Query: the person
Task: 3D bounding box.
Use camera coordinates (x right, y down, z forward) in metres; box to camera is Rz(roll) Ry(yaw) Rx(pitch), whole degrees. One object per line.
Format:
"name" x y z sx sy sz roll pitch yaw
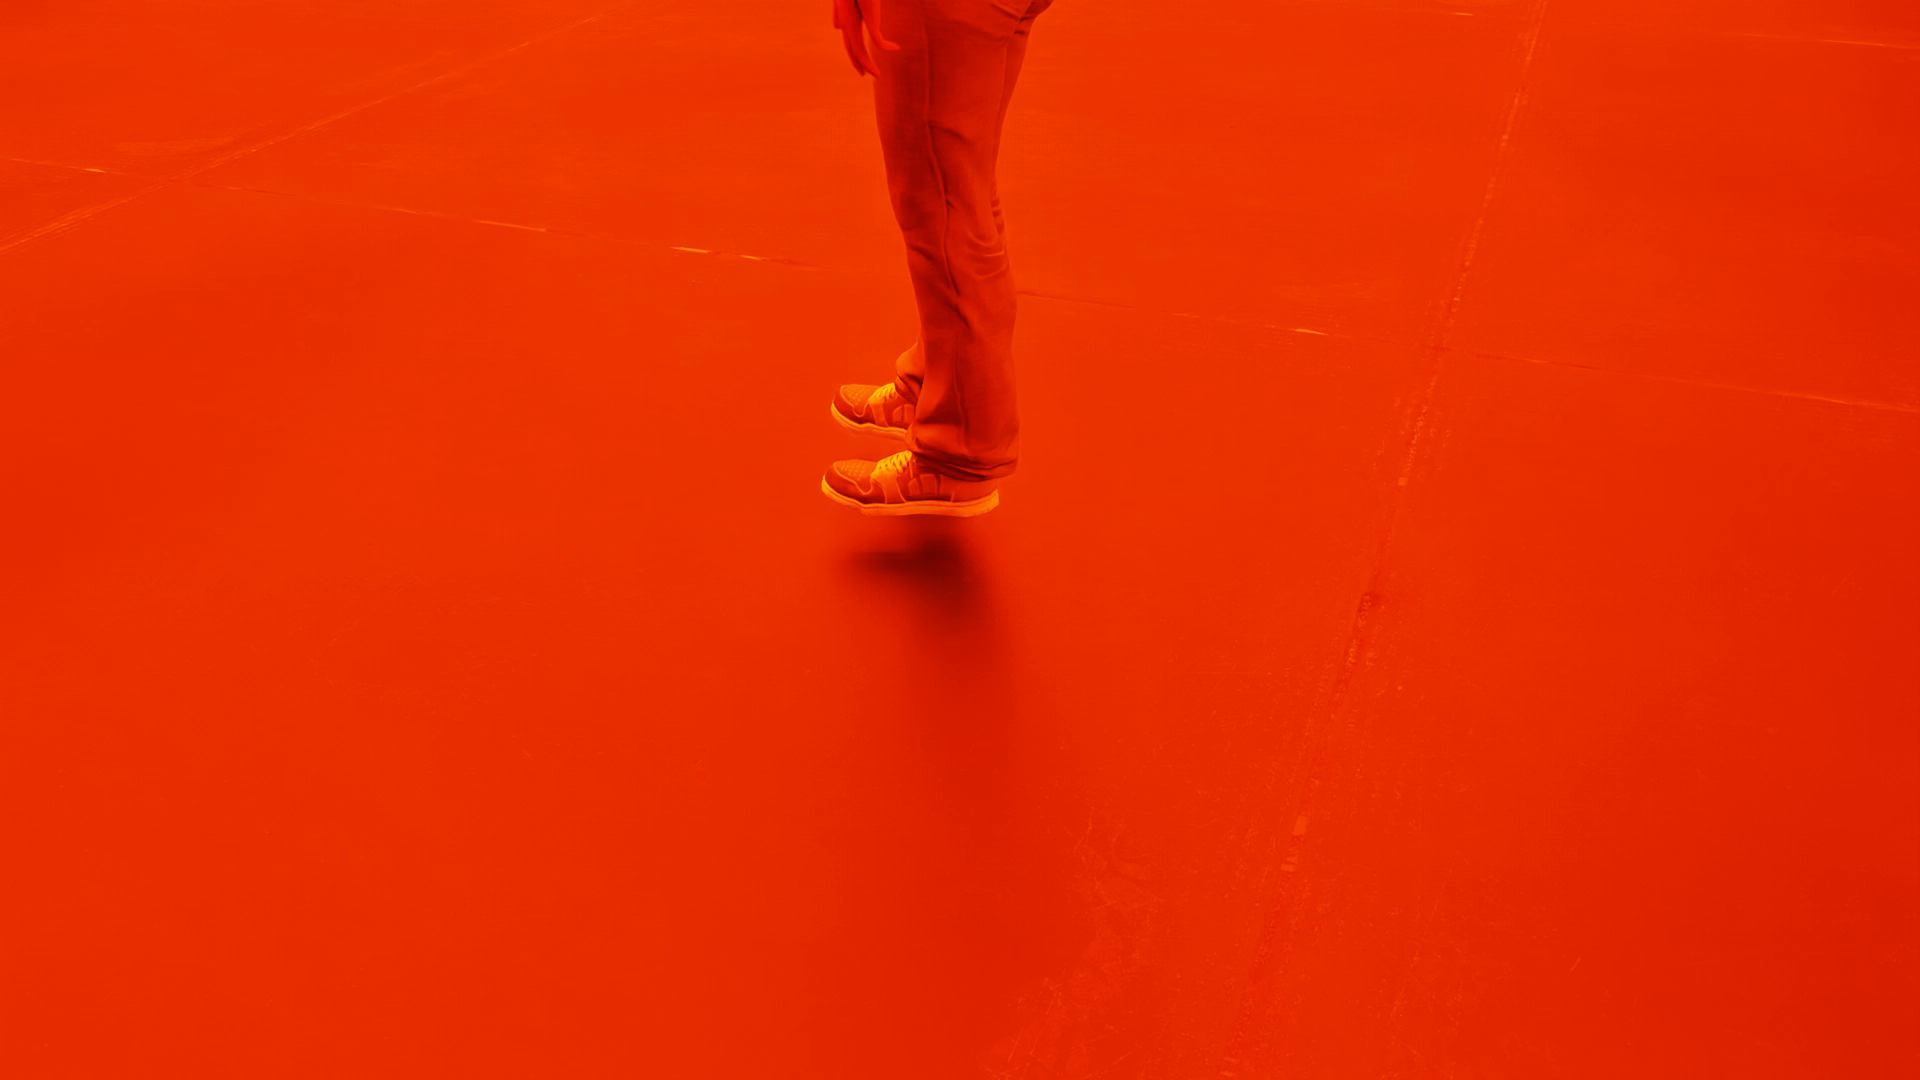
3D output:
"person" -0.065 -0.756 2.117 0.472 1.599 0.520 10 31 18
